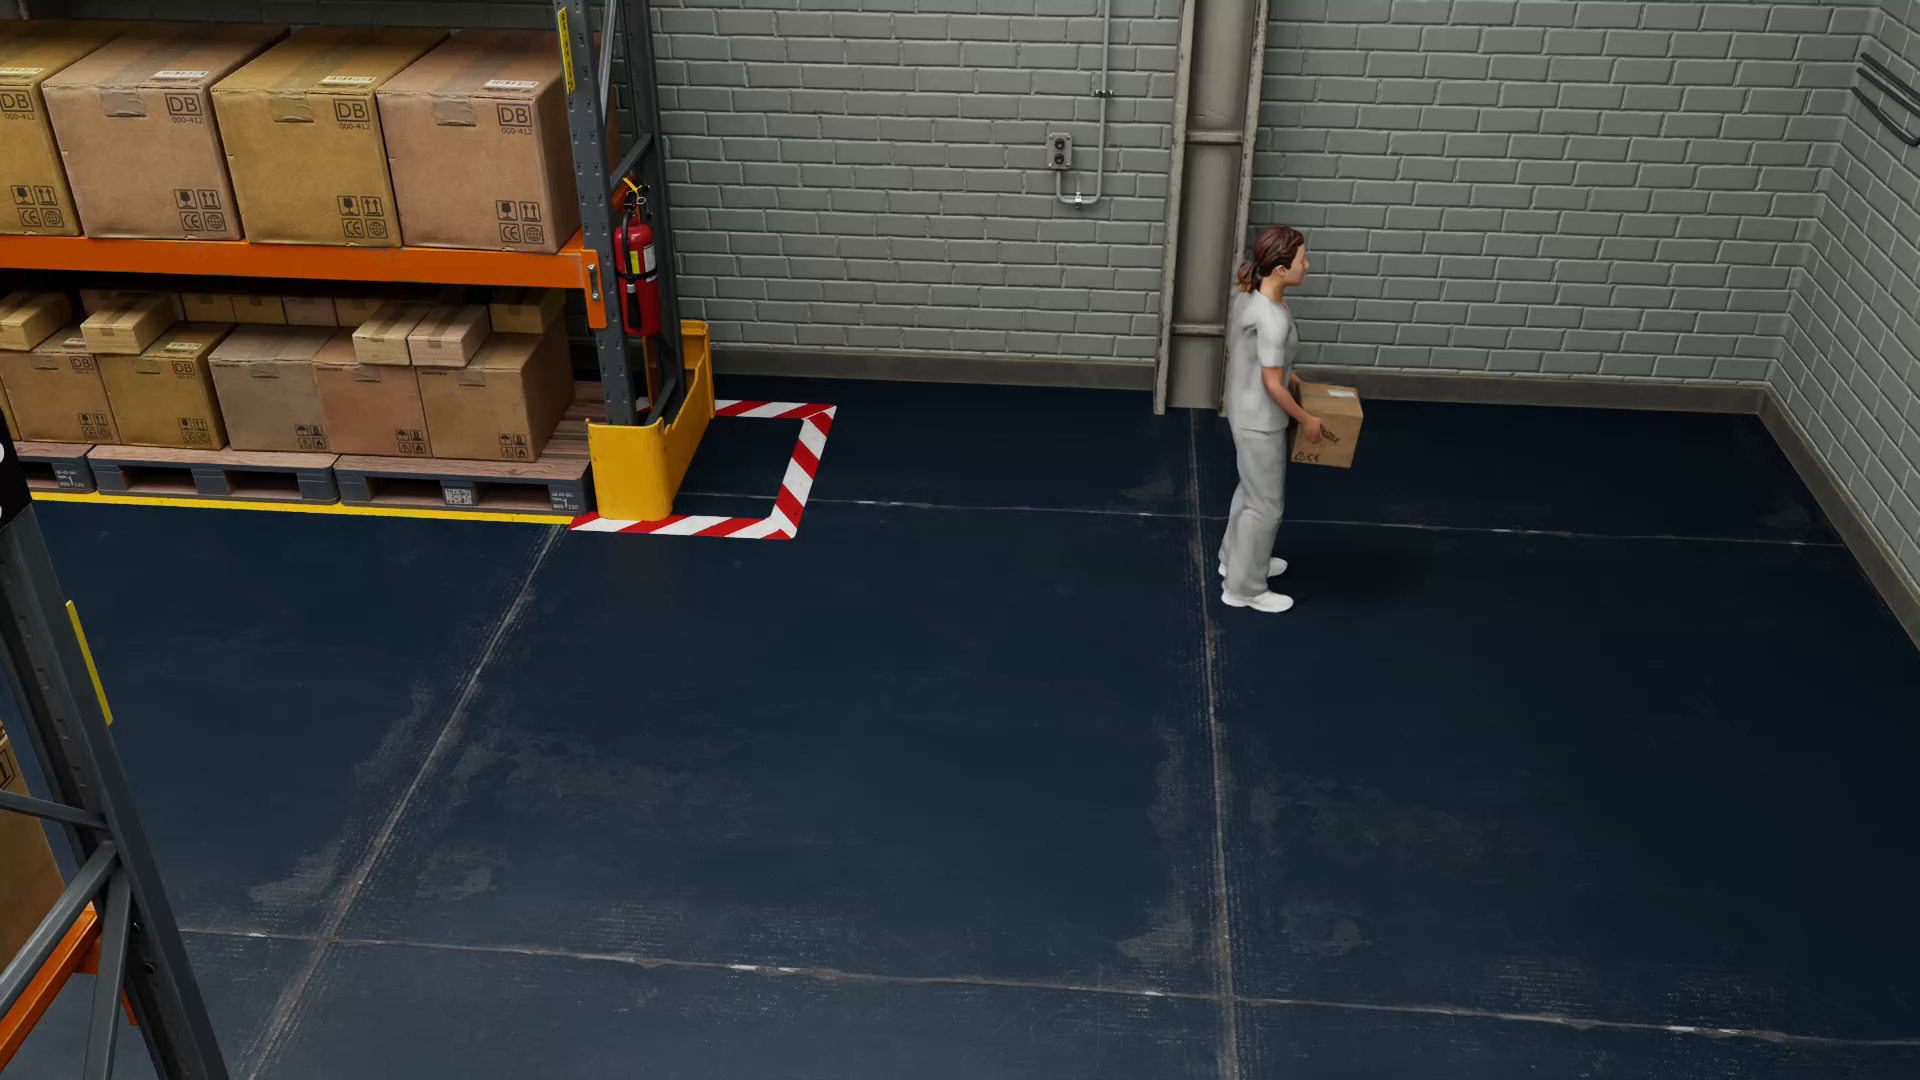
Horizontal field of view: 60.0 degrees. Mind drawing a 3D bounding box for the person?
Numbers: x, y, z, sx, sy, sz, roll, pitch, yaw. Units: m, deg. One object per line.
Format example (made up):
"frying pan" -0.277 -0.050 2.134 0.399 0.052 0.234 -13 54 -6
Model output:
"person" 1.298 -0.510 6.949 0.429 1.675 0.466 2 32 3
